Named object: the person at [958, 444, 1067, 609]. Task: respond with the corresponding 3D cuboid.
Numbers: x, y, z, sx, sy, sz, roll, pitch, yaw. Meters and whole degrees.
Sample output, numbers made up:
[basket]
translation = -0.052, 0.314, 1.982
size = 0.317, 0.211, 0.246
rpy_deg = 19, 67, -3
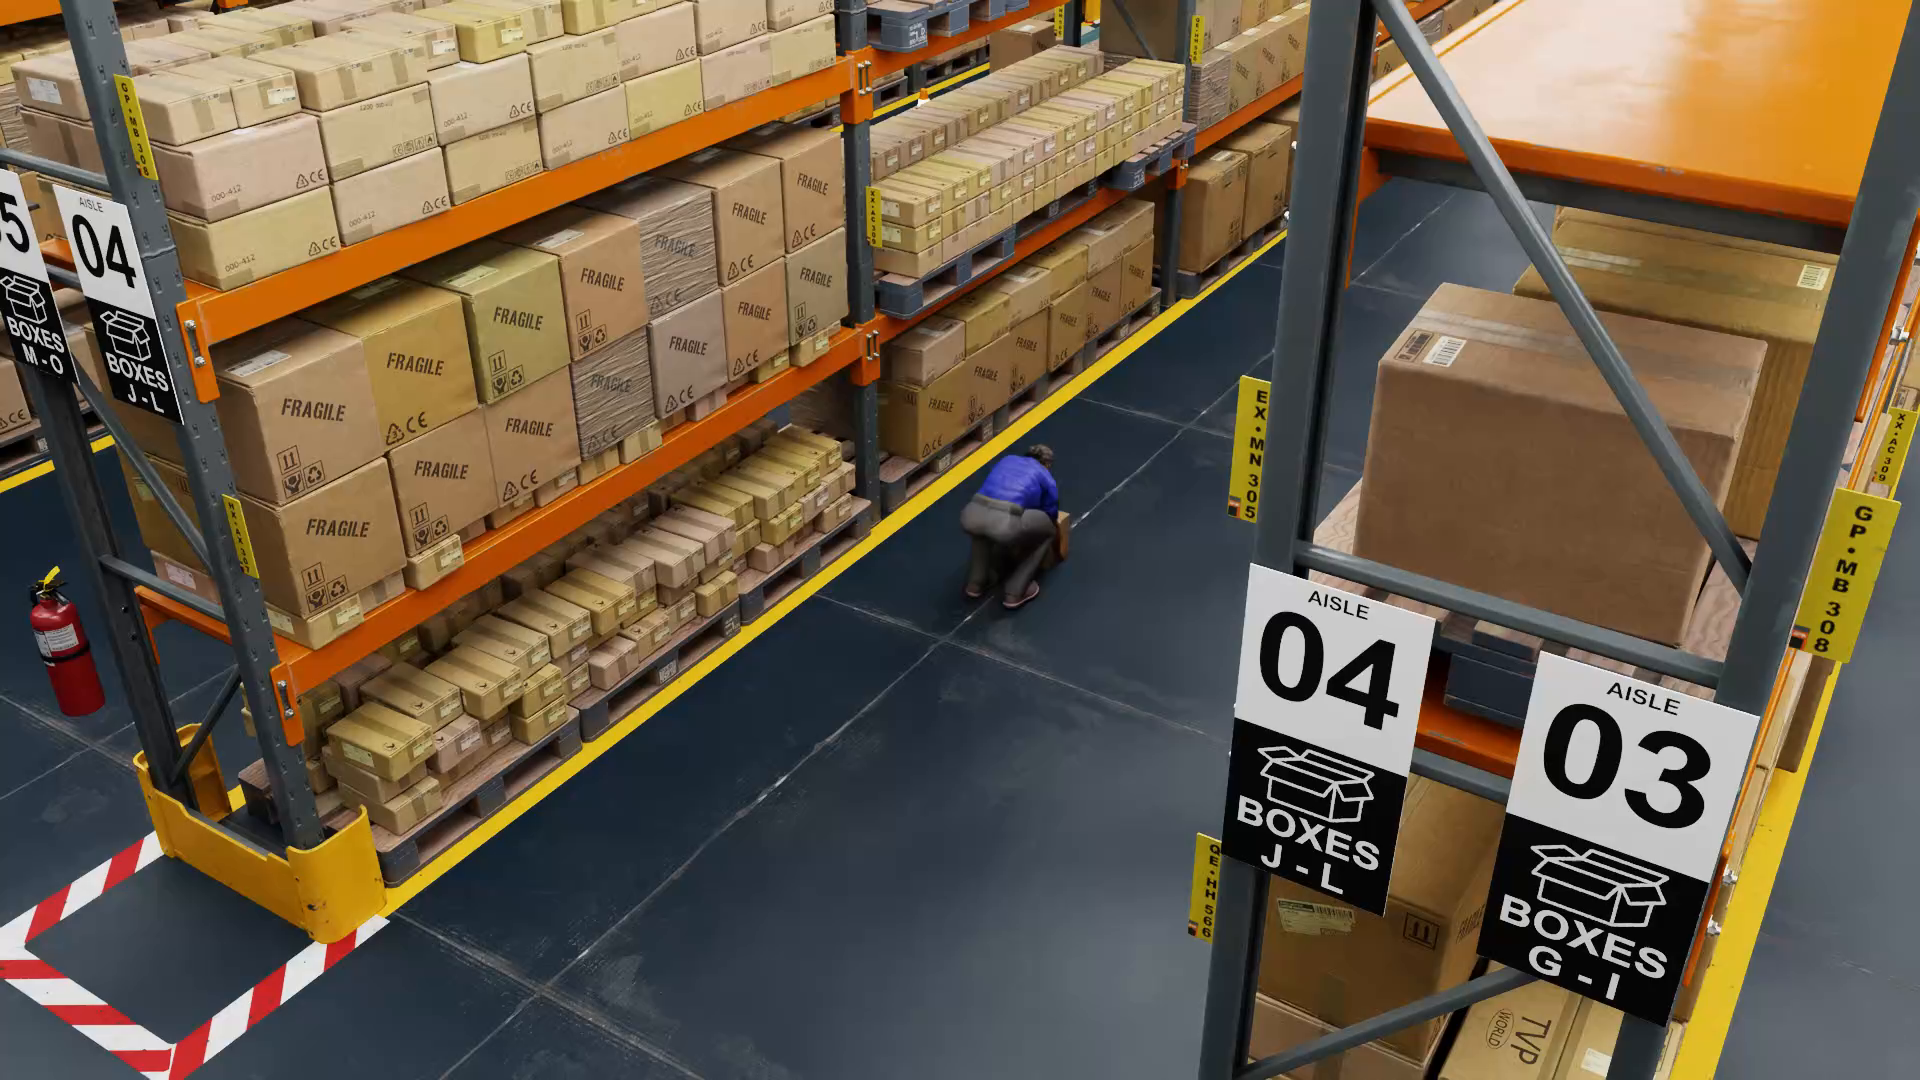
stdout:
[person]
translation = 0.305, -0.083, 9.249
size = 0.463, 0.772, 0.872
rpy_deg = 15, 34, 24
